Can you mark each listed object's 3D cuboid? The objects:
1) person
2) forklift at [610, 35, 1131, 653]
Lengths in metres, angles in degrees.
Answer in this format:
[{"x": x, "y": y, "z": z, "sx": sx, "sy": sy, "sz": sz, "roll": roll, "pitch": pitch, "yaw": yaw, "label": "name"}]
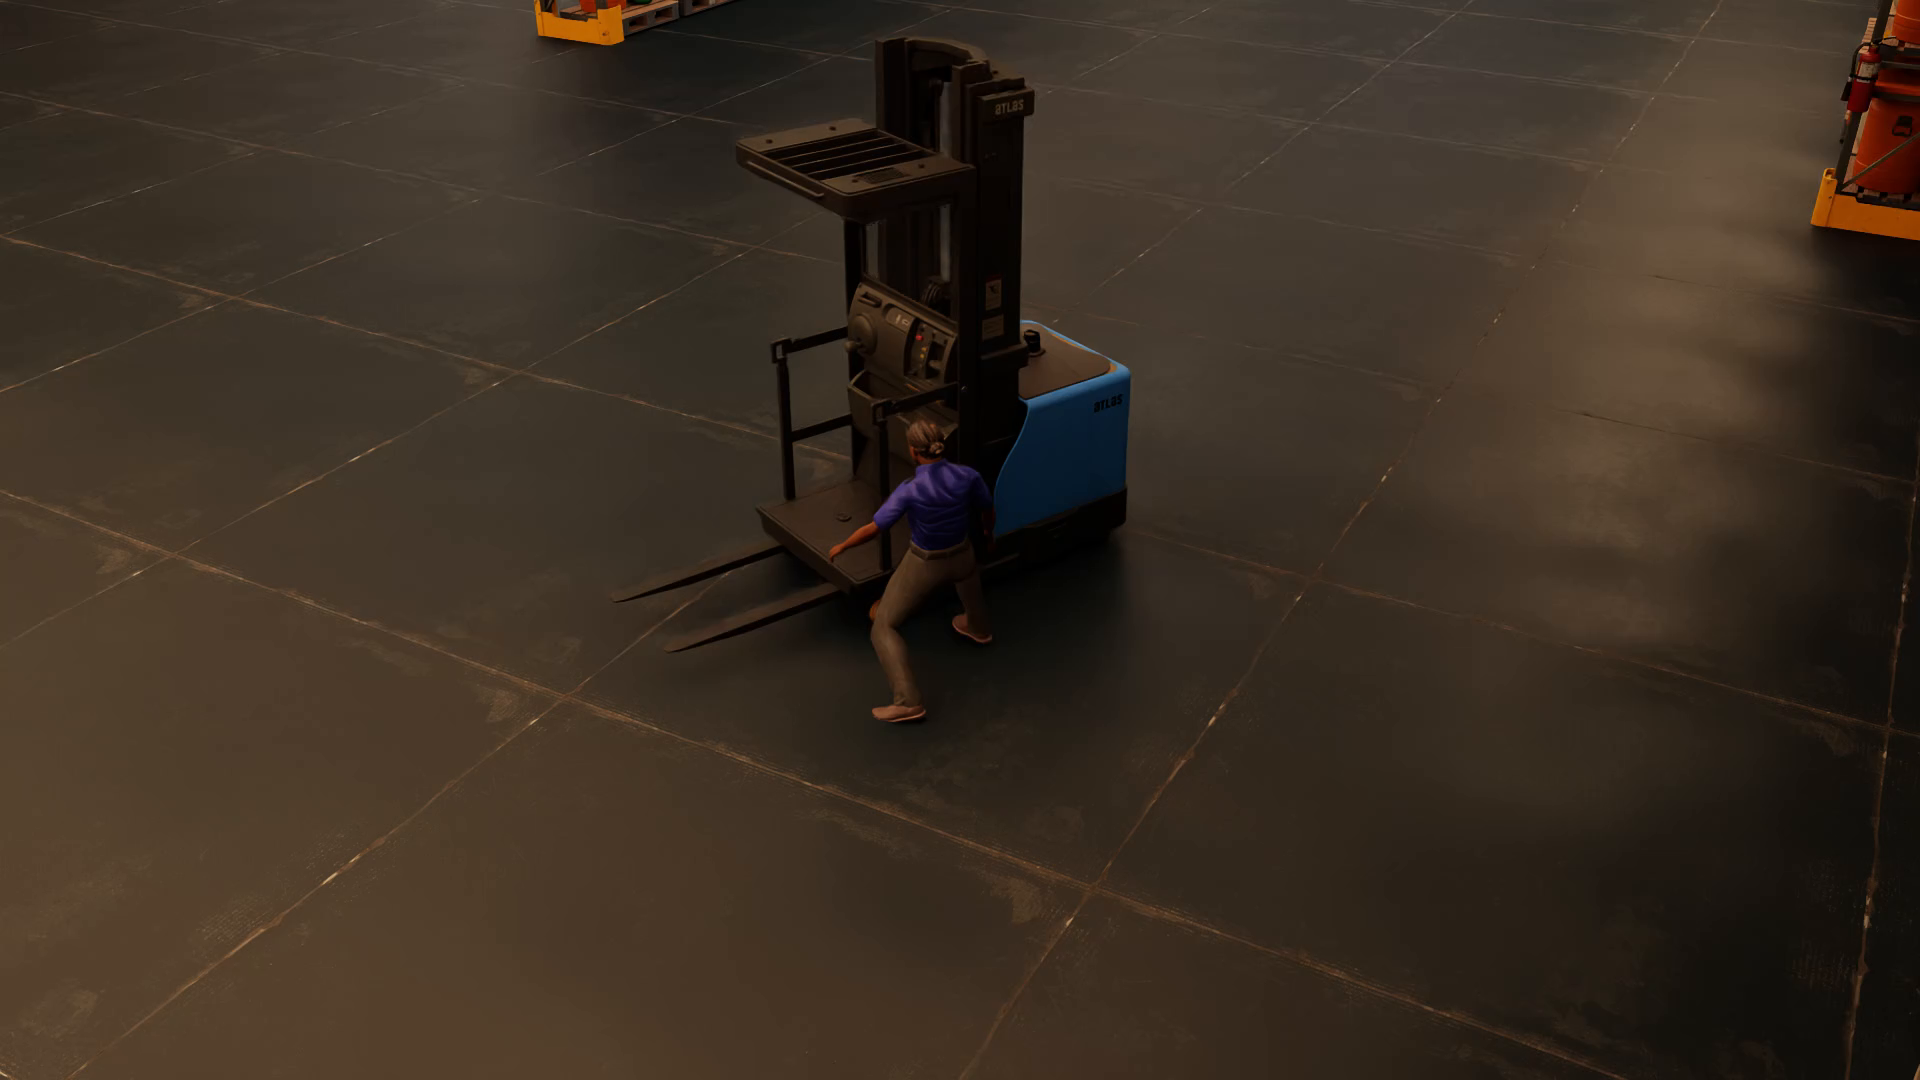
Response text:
[{"x": -0.174, "y": 0.093, "z": 8.370, "sx": 0.877, "sy": 1.534, "sz": 0.693, "roll": -13, "pitch": 33, "yaw": -22, "label": "person"}, {"x": -0.487, "y": -1.082, "z": 8.945, "sx": 3.031, "sy": 2.935, "sz": 1.130, "roll": -20, "pitch": 36, "yaw": -31, "label": "forklift"}]
